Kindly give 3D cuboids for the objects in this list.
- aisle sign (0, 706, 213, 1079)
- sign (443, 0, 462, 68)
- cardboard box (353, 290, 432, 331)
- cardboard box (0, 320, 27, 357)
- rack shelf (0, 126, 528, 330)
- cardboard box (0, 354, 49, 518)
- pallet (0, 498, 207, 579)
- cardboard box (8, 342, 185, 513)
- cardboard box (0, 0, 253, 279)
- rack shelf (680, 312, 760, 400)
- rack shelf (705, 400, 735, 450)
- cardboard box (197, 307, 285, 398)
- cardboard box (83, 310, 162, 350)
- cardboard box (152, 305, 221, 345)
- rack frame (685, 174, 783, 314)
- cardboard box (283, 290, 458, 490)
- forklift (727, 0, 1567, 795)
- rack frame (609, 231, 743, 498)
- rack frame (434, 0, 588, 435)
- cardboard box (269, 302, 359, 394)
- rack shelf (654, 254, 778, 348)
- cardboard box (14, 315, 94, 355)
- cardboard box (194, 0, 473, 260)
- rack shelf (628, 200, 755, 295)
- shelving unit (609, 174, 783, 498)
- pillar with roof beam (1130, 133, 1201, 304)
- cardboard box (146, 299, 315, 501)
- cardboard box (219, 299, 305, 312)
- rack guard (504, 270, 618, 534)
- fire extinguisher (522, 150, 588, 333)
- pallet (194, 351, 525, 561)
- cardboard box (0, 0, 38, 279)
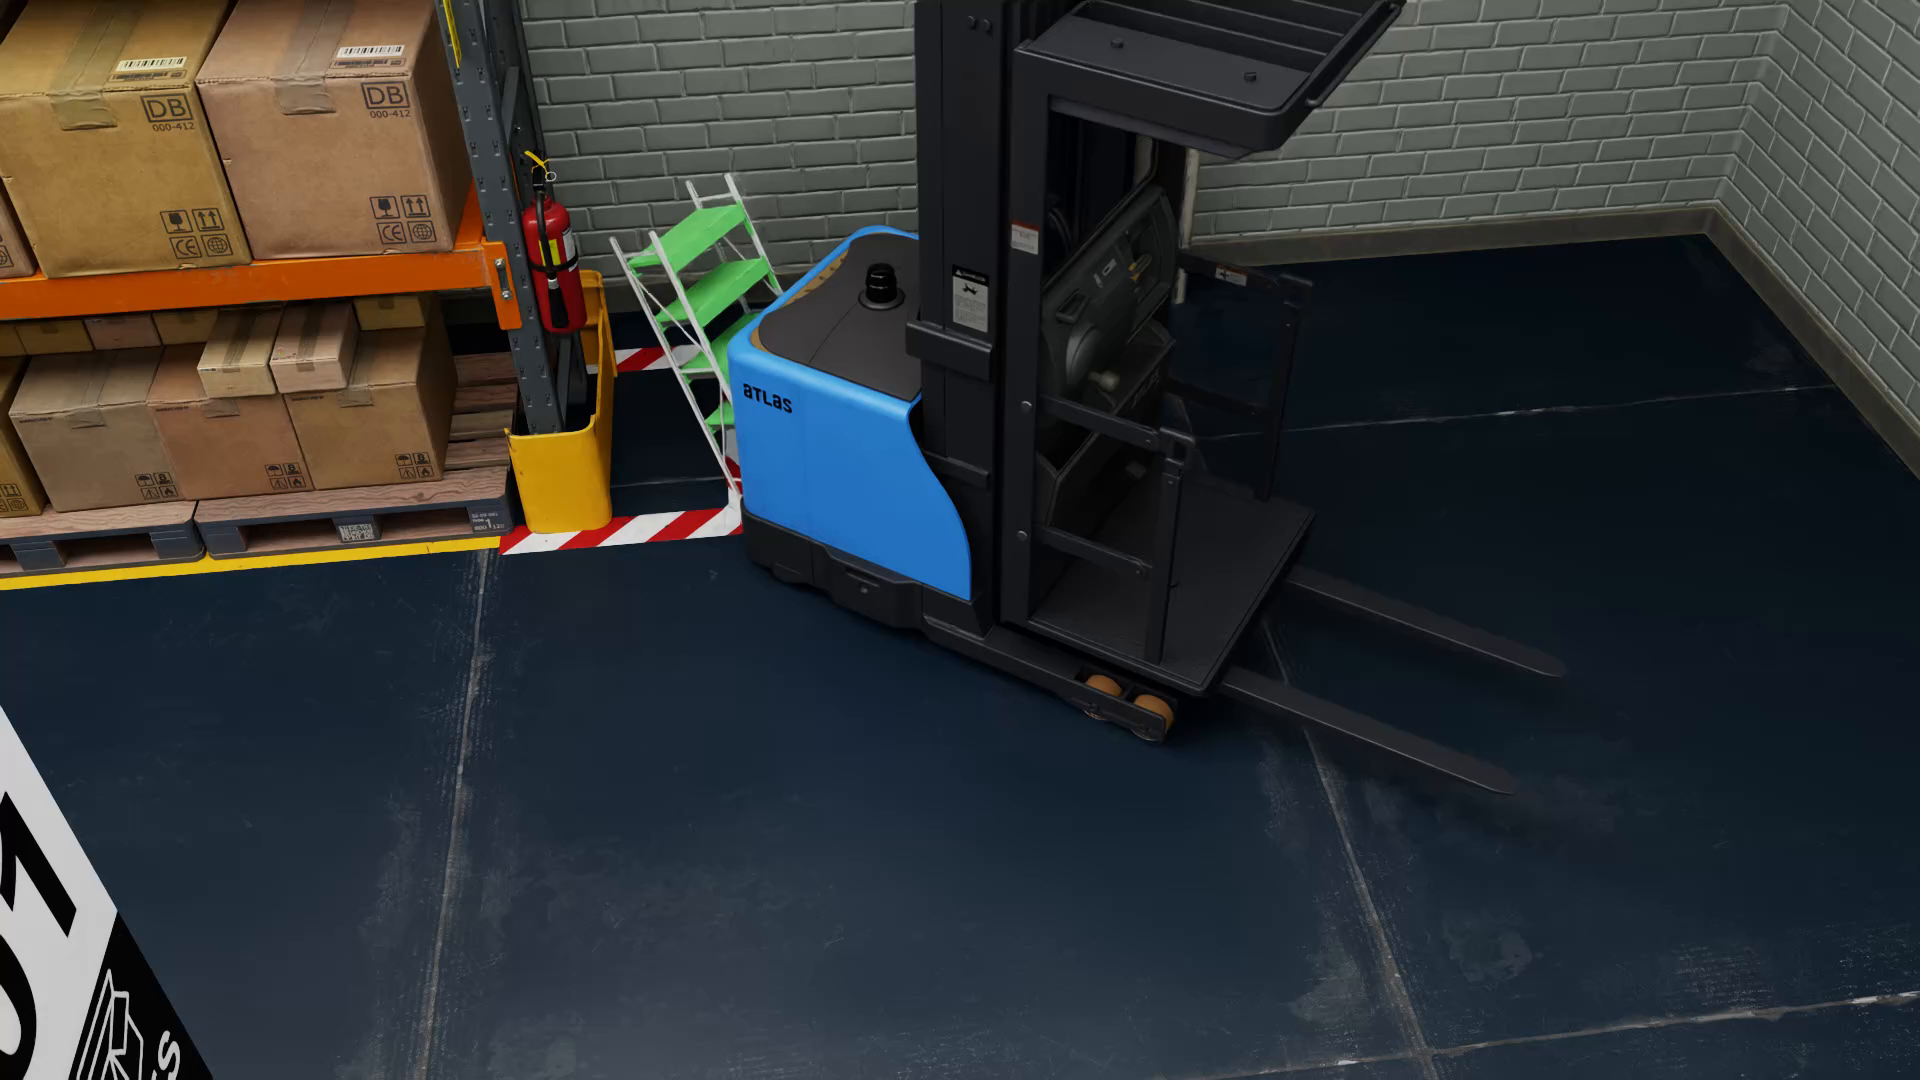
[{"bbox_3d":[-1.021,0.590,1.916,0.004,0.787,0.394,-5,42,-6],"label":"aisle sign"},{"bbox_3d":[-1.639,-1.690,5.342,0.005,0.325,0.100,-5,42,-6],"label":"sign"},{"bbox_3d":[-2.279,-1.018,6.708,0.250,0.149,0.380,-5,42,-5],"label":"cardboard box"},{"bbox_3d":[-3.787,-0.886,6.561,0.250,0.149,0.380,-6,42,-6],"label":"cardboard box"},{"bbox_3d":[-3.679,-1.093,6.259,4.000,0.370,1.077,-5,42,-6],"label":"rack shelf"},{"bbox_3d":[-3.900,-0.495,6.612,0.500,0.500,0.700,-4,42,-5],"label":"cardboard box"},{"bbox_3d":[-3.686,-0.273,6.895,1.213,0.211,1.003,-5,42,-6],"label":"pallet"},{"bbox_3d":[-3.372,-0.546,6.669,0.500,0.500,0.700,-6,42,-7],"label":"cardboard box"},{"bbox_3d":[-2.920,-1.523,5.975,0.700,0.700,0.980,-5,42,-6],"label":"cardboard box"},{"bbox_3d":[-0.898,-0.758,6.771,0.258,0.148,0.480,0,36,37],"label":"rack shelf"},{"bbox_3d":[-0.815,-0.563,6.883,0.258,0.148,0.480,0,36,37],"label":"rack shelf"},{"bbox_3d":[-2.734,-0.720,6.377,0.250,0.149,0.380,-4,42,-4],"label":"cardboard box"},{"bbox_3d":[-3.282,-0.930,6.610,0.250,0.149,0.380,-4,42,-5],"label":"cardboard box"},{"bbox_3d":[-3.030,-0.953,6.635,0.250,0.149,0.380,-5,42,-5],"label":"cardboard box"},{"bbox_3d":[-0.800,-0.952,6.900,0.240,1.200,0.015,0,36,37],"label":"rack frame"},{"bbox_3d":[-2.377,-0.634,6.766,0.500,0.500,0.700,-5,42,-6],"label":"cardboard box"},{"bbox_3d":[0.682,-0.780,5.427,3.031,2.935,1.130,21,46,22],"label":"forklift"},{"bbox_3d":[-1.040,-0.669,6.583,0.240,1.200,0.015,0,36,37],"label":"rack frame"},{"bbox_3d":[-1.696,-1.533,6.210,0.127,3.000,1.000,-5,42,-6],"label":"rack frame"},{"bbox_3d":[-2.481,-0.743,6.402,0.250,0.149,0.380,-5,42,-6],"label":"cardboard box"},{"bbox_3d":[-0.981,-0.954,6.659,0.258,0.148,0.480,0,36,37],"label":"rack shelf"},{"bbox_3d":[-3.536,-0.907,6.585,0.250,0.149,0.380,-5,42,-5],"label":"cardboard box"},{"bbox_3d":[-2.200,-1.594,6.054,0.700,0.700,0.980,-3,42,-4],"label":"cardboard box"},{"bbox_3d":[-1.063,-1.149,6.546,0.258,0.148,0.480,0,36,37],"label":"rack shelf"},{"bbox_3d":[-0.920,-0.810,6.741,0.258,1.200,0.503,0,36,37],"label":"shelving unit"},{"bbox_3d":[1.427,-1.711,1.928,0.400,9.000,9.100,-5,42,-6],"label":"pillar with roof beam"},{"bbox_3d":[-2.873,-0.590,6.718,0.500,0.500,0.700,-5,42,-6],"label":"cardboard box"},{"bbox_3d":[-2.781,-0.974,6.659,0.250,0.149,0.380,-5,42,-5],"label":"cardboard box"},{"bbox_3d":[-1.672,-0.607,7.050,0.348,0.500,1.175,-5,42,-6],"label":"rack guard"},{"bbox_3d":[-1.487,-1.073,6.036,0.183,0.674,0.296,-5,42,-6],"label":"fire extinguisher"},{"bbox_3d":[-2.479,-0.376,7.010,1.213,0.211,1.003,-5,42,-6],"label":"pallet"},{"bbox_3d":[-3.678,-1.463,5.909,0.700,0.700,0.980,-7,43,-8],"label":"cardboard box"}]
